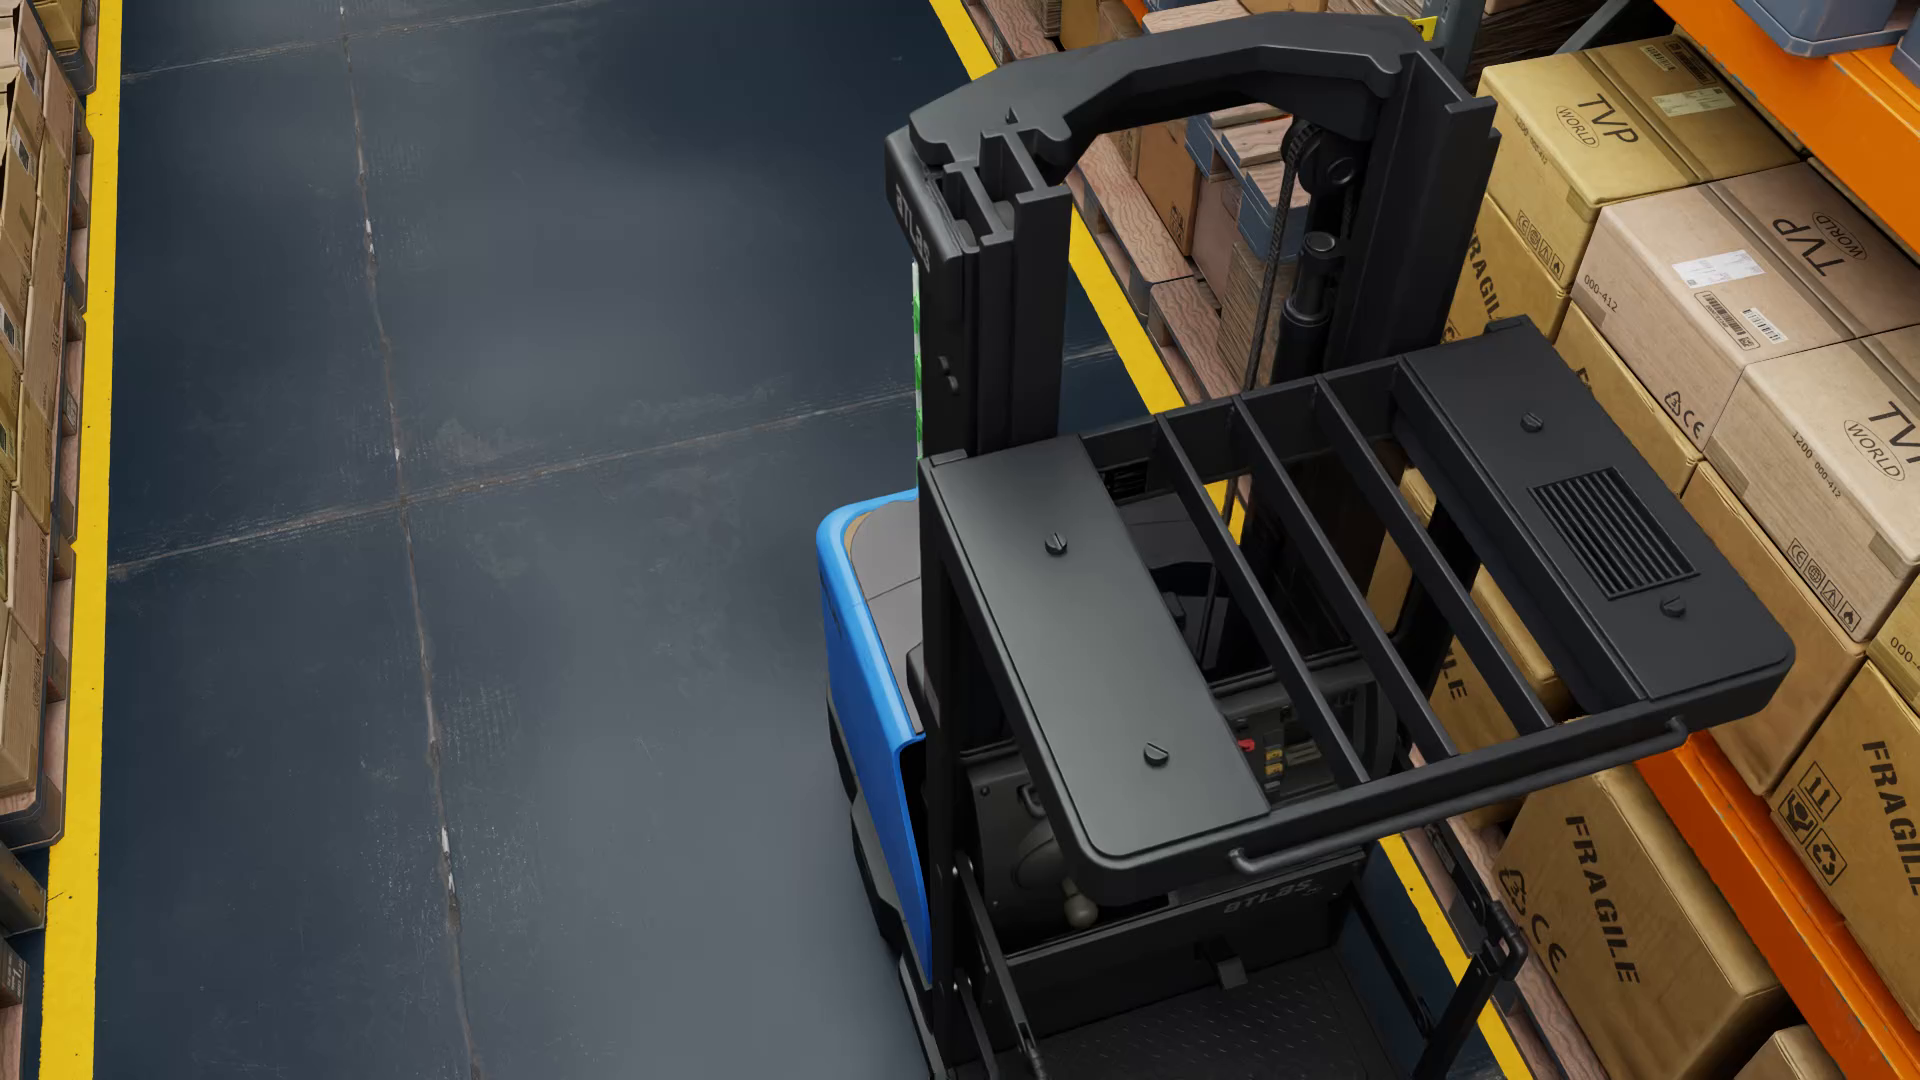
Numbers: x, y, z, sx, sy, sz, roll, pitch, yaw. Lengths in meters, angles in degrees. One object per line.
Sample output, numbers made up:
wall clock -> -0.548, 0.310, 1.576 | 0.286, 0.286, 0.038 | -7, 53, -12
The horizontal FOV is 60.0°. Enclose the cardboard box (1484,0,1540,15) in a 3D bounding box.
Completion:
cardboard box -> 1.465, -1.526, 4.297 | 0.380, 0.149, 0.250 | -19, 53, -16

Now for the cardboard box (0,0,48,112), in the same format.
cardboard box -> -3.925, -1.895, 6.542 | 0.500, 0.311, 0.500 | -13, 51, -11

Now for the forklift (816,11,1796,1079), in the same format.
forklift -> 0.544, 0.629, 3.303 | 1.130, 2.935, 3.031 | -14, 51, -12

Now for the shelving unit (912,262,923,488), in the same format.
shelving unit -> 0.049, -0.266, 5.189 | 0.258, 1.200, 0.503 | -13, 51, -11

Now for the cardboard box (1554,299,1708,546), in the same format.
cardboard box -> 1.640, -0.235, 3.713 | 0.500, 0.500, 0.500 | -12, 51, -10

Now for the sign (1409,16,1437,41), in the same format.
sign -> 1.080, -1.115, 4.023 | 0.100, 0.325, 0.005 | -13, 51, -11

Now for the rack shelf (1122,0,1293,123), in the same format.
rack shelf -> 1.004, -2.126, 6.051 | 1.077, 0.370, 4.000 | -13, 51, -11

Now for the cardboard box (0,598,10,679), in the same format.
cardboard box -> -3.010, 0.347, 4.653 | 0.500, 0.311, 0.500 | -12, 51, -10

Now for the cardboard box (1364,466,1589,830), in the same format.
cardboard box -> 1.687, 0.227, 4.728 | 0.750, 0.750, 0.750 | -14, 51, -11

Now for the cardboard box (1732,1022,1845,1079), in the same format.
cardboard box -> 2.196, 1.488, 3.665 | 0.750, 0.750, 0.750 | -12, 51, -10

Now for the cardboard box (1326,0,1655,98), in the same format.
cardboard box -> 1.447, -1.412, 4.626 | 0.700, 0.500, 0.500 | -19, 52, -15

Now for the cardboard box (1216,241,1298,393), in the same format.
cardboard box -> 1.333, -0.747, 5.765 | 0.700, 0.500, 0.500 | -13, 51, -10

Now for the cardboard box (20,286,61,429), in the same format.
cardboard box -> -3.470, -0.592, 5.811 | 0.500, 0.250, 0.500 | -12, 51, -10

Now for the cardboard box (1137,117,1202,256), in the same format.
cardboard box -> 1.117, -1.506, 6.405 | 0.700, 0.500, 0.500 | -14, 51, -11

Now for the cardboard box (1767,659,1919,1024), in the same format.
cardboard box -> 1.948, 0.507, 3.088 | 0.500, 0.500, 0.500 | -12, 51, -10

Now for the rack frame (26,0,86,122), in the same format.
rack frame -> -4.319, -2.696, 6.061 | 1.000, 3.000, 0.127 | -13, 51, -11

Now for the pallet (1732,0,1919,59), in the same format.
pallet -> 1.836, -1.345, 3.084 | 1.213, 0.211, 1.003 | -11, 51, -9

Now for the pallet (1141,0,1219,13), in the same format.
pallet -> 0.971, -2.272, 5.829 | 1.003, 0.211, 1.213 | -13, 51, -11

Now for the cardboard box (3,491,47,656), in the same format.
cardboard box -> -3.159, 0.161, 5.176 | 0.500, 0.250, 0.500 | -15, 51, -12

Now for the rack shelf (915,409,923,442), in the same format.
rack shelf -> 0.049, -0.225, 5.238 | 0.258, 0.148, 0.480 | -13, 51, -11

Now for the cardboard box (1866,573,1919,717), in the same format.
cardboard box -> 1.952, 0.244, 2.819 | 0.500, 0.250, 0.500 | -14, 51, -12

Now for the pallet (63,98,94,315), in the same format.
pallet -> -4.063, -1.268, 6.681 | 1.003, 0.211, 1.213 | -13, 51, -11

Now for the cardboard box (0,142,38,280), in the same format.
cardboard box -> -3.620, -1.151, 5.916 | 0.500, 0.311, 0.500 | -13, 51, -11

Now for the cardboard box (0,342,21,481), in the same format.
cardboard box -> -3.322, -0.408, 5.289 | 0.500, 0.311, 0.500 | -15, 51, -12

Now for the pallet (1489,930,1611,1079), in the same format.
pallet -> 2.114, 1.484, 4.361 | 1.003, 0.211, 1.213 | -13, 51, -11

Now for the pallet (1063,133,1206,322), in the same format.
pallet -> 1.009, -1.459, 6.842 | 1.003, 0.211, 1.213 | -13, 51, -11

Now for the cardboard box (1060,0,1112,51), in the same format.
cardboard box -> 0.847, -2.255, 7.036 | 0.700, 0.500, 0.500 | -14, 51, -12

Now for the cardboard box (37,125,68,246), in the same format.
cardboard box -> -3.771, -1.338, 6.440 | 0.500, 0.250, 0.500 | -14, 51, -12

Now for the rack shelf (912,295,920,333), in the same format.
rack shelf -> 0.049, -0.534, 4.871 | 0.258, 0.148, 0.480 | -13, 51, -11

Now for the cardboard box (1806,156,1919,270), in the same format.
cardboard box -> 2.127, -0.622, 3.549 | 0.500, 0.250, 0.500 | -15, 51, -12

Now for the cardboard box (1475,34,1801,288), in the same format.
cardboard box -> 1.492, -0.863, 3.752 | 0.500, 0.250, 0.500 | -12, 51, -10

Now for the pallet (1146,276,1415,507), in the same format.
pallet -> 1.366, -0.570, 6.092 | 1.003, 0.211, 1.213 | -13, 51, -11

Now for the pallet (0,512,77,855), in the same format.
pallet -> -3.342, 0.514, 5.178 | 1.003, 0.211, 1.213 | -13, 51, -11

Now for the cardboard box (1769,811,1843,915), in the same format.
cardboard box -> 1.935, 0.588, 3.444 | 0.380, 0.149, 0.250 | -13, 51, -11
